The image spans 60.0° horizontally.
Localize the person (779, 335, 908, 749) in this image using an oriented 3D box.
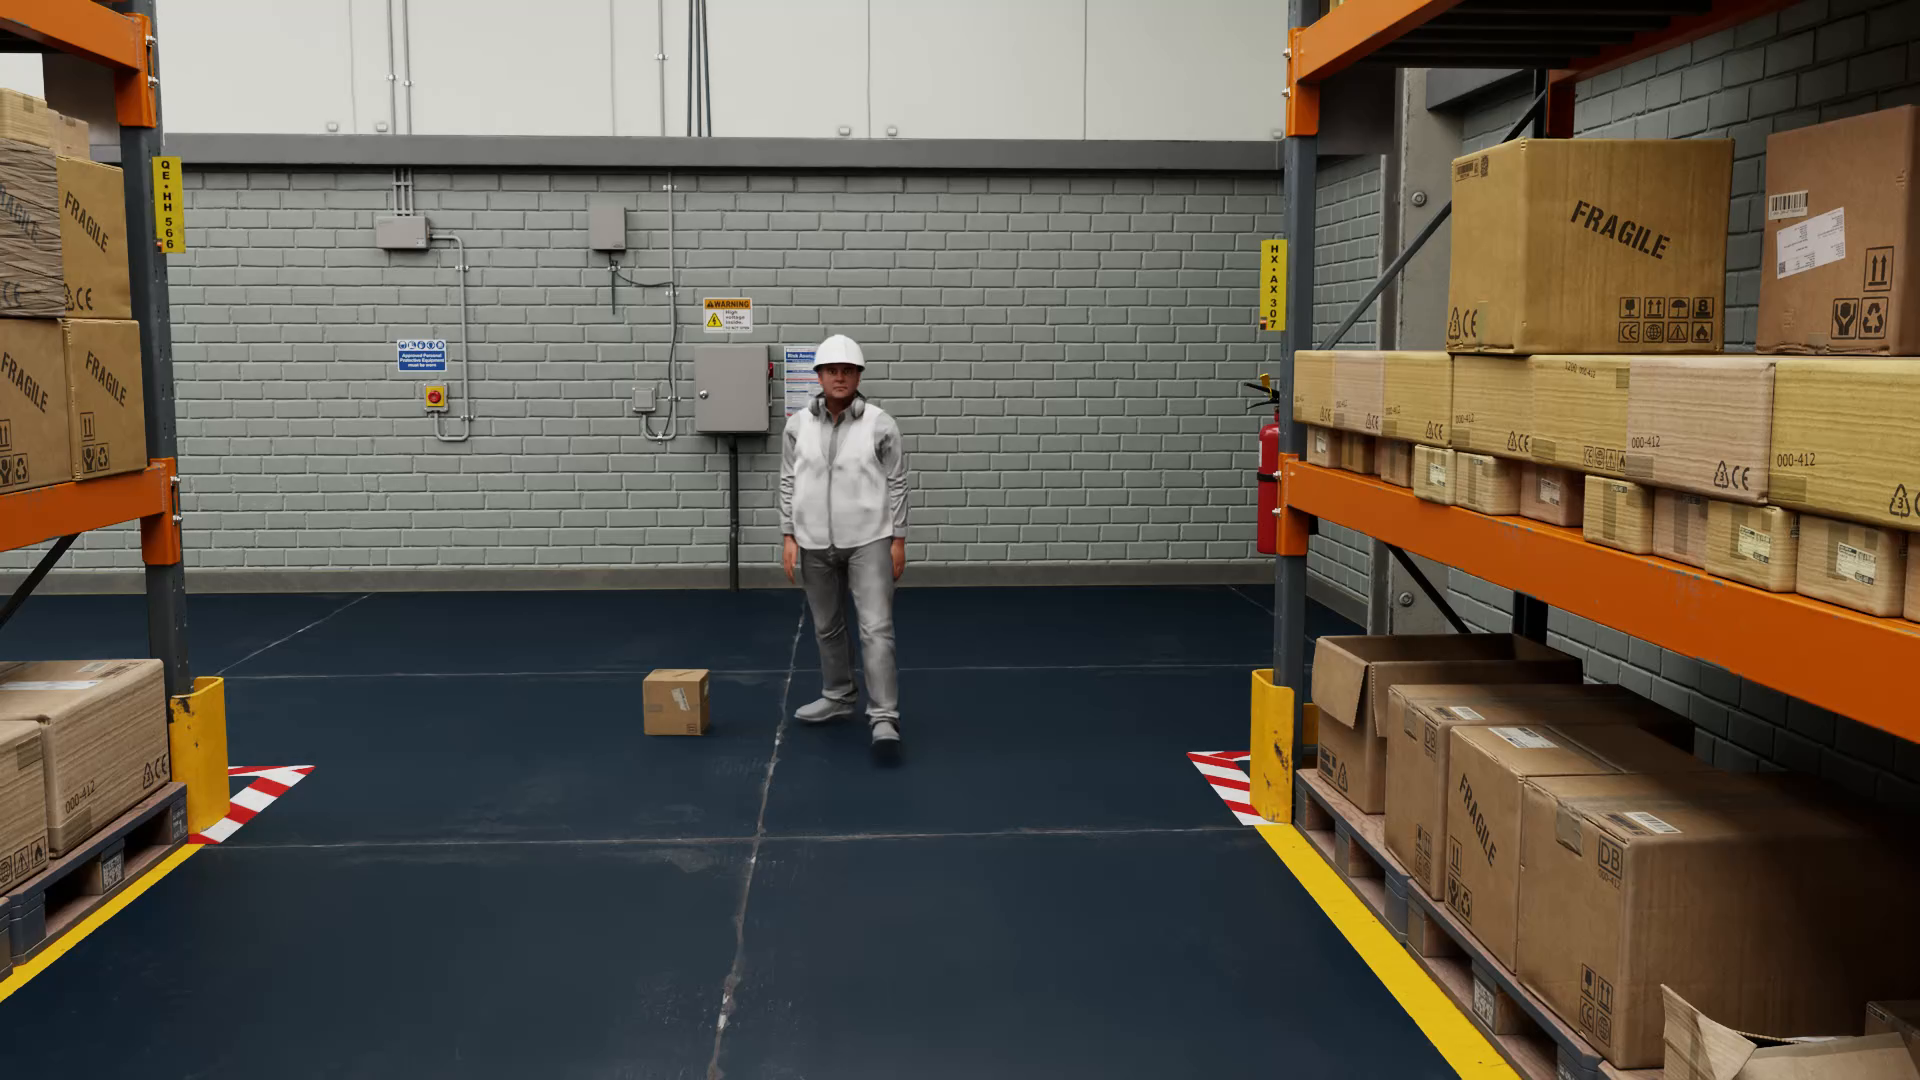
[{"bbox_3d":[-0.480,-0.005,7.111,0.654,1.733,0.864,2,7,14],"label":"person"}]
